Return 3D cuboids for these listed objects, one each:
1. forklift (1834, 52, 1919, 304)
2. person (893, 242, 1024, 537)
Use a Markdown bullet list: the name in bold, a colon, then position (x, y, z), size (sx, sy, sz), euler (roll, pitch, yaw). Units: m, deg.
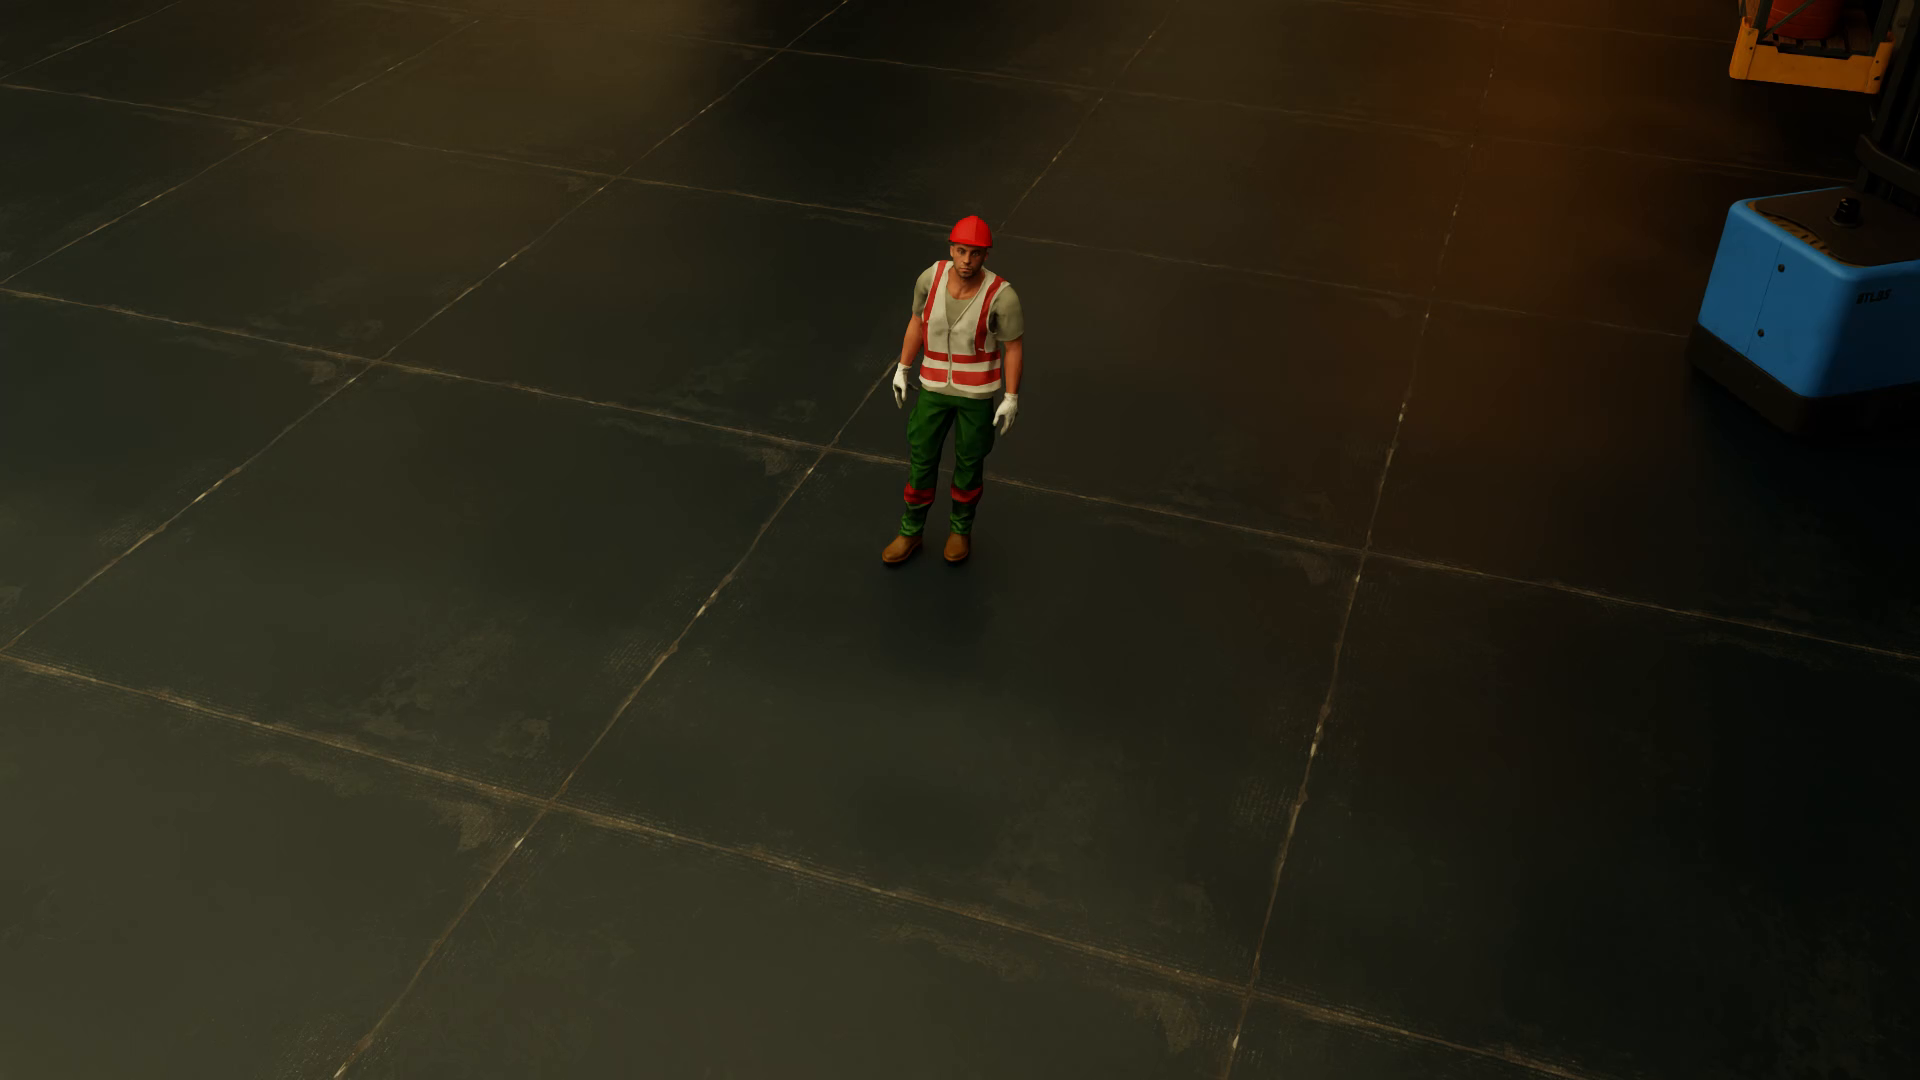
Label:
- **forklift**: position (5.977, -2.237, 9.266), size (3.031, 2.935, 1.121), euler (-10, 36, -13)
- **person**: position (-0.015, -0.734, 8.118), size (0.637, 1.687, 0.424), euler (12, 37, 16)
